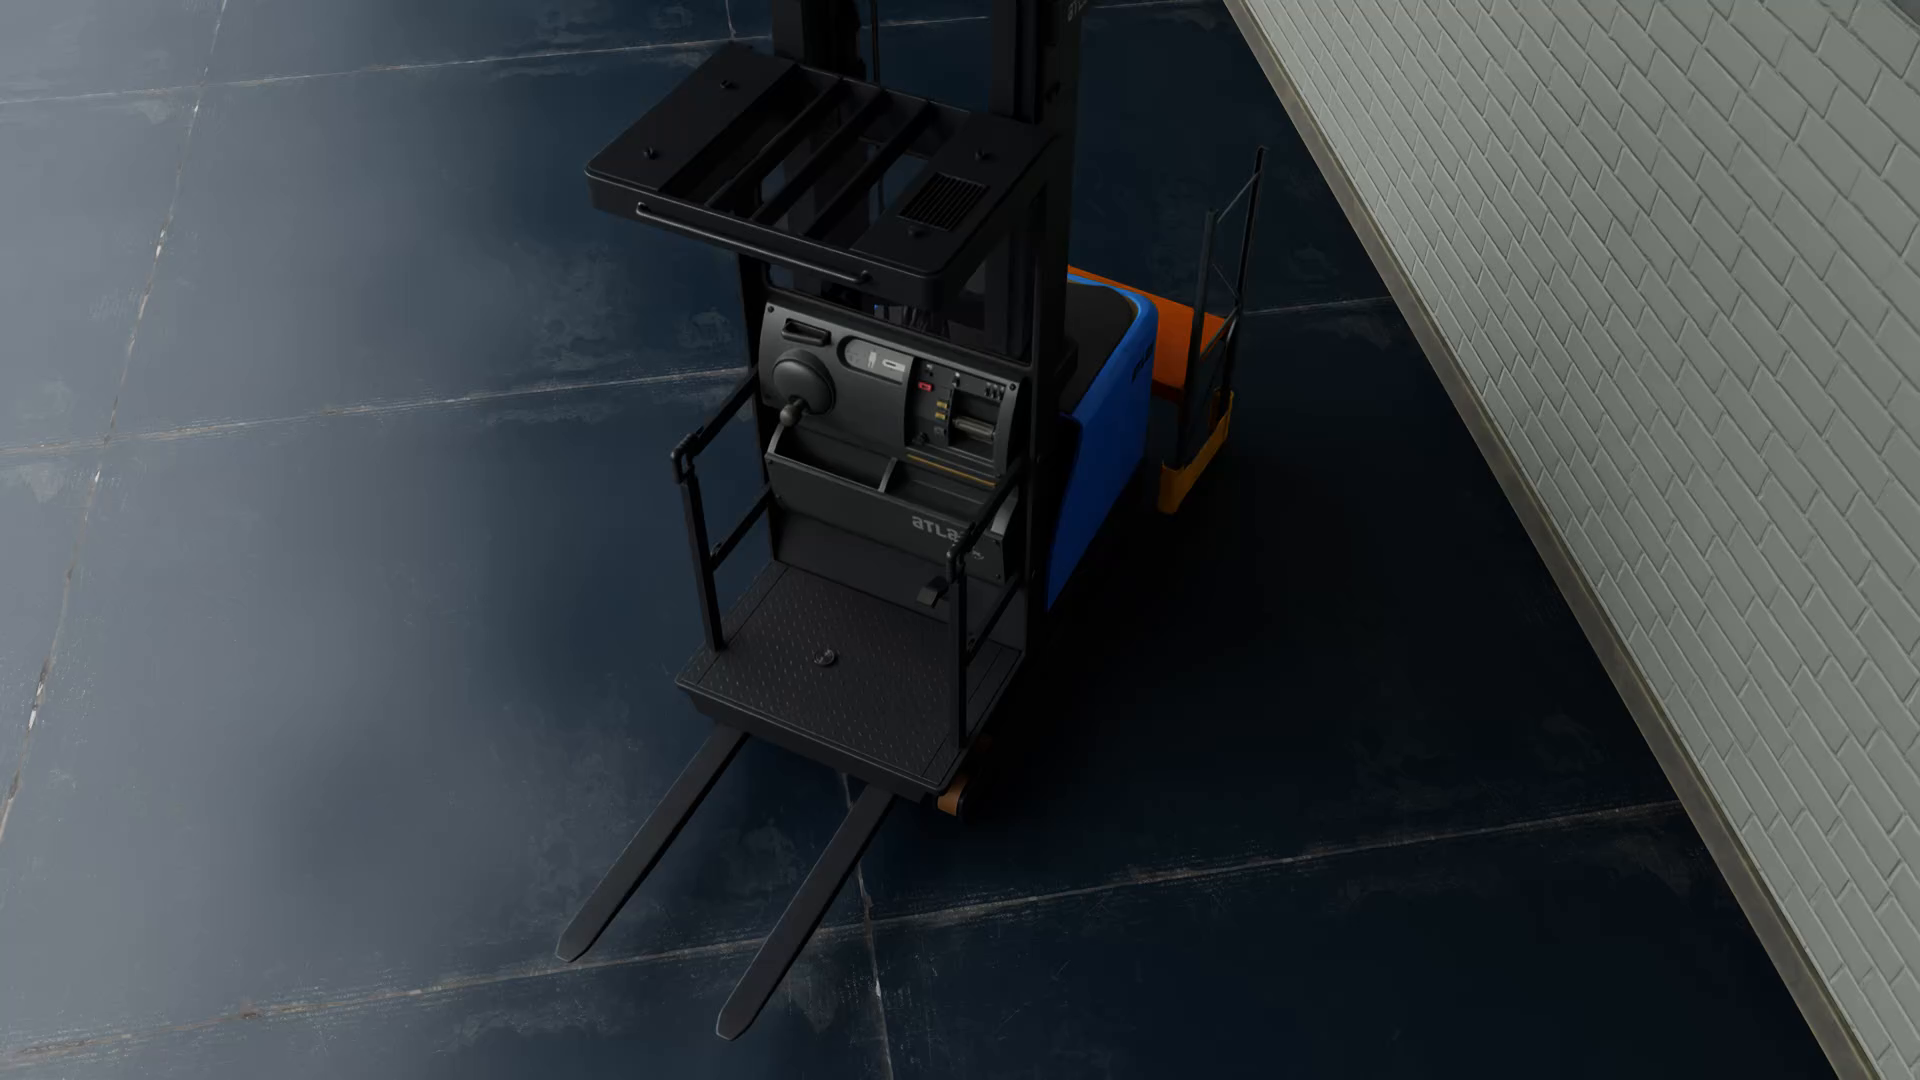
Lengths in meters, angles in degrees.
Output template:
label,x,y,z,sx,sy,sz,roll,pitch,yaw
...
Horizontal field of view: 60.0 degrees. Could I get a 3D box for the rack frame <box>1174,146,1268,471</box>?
label,x,y,z,sx,sy,sz,roll,pitch,yaw
rack frame,1.028,-0.814,6.686,0.032,1.500,0.500,23,50,20

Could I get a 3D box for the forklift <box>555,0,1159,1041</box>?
label,x,y,z,sx,sy,sz,roll,pitch,yaw
forklift,-0.333,-0.395,5.289,1.130,2.935,3.031,20,49,18

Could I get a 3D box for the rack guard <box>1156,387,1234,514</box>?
label,x,y,z,sx,sy,sz,roll,pitch,yaw
rack guard,1.011,-0.387,7.143,0.087,0.250,0.587,23,50,20

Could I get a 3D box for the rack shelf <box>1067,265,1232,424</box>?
label,x,y,z,sx,sy,sz,roll,pitch,yaw
rack shelf,0.589,-0.873,6.993,1.000,0.185,0.538,23,50,20

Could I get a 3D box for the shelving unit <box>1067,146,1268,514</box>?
label,x,y,z,sx,sy,sz,roll,pitch,yaw
shelving unit,0.581,-1.001,6.866,1.083,1.500,0.587,23,50,20
